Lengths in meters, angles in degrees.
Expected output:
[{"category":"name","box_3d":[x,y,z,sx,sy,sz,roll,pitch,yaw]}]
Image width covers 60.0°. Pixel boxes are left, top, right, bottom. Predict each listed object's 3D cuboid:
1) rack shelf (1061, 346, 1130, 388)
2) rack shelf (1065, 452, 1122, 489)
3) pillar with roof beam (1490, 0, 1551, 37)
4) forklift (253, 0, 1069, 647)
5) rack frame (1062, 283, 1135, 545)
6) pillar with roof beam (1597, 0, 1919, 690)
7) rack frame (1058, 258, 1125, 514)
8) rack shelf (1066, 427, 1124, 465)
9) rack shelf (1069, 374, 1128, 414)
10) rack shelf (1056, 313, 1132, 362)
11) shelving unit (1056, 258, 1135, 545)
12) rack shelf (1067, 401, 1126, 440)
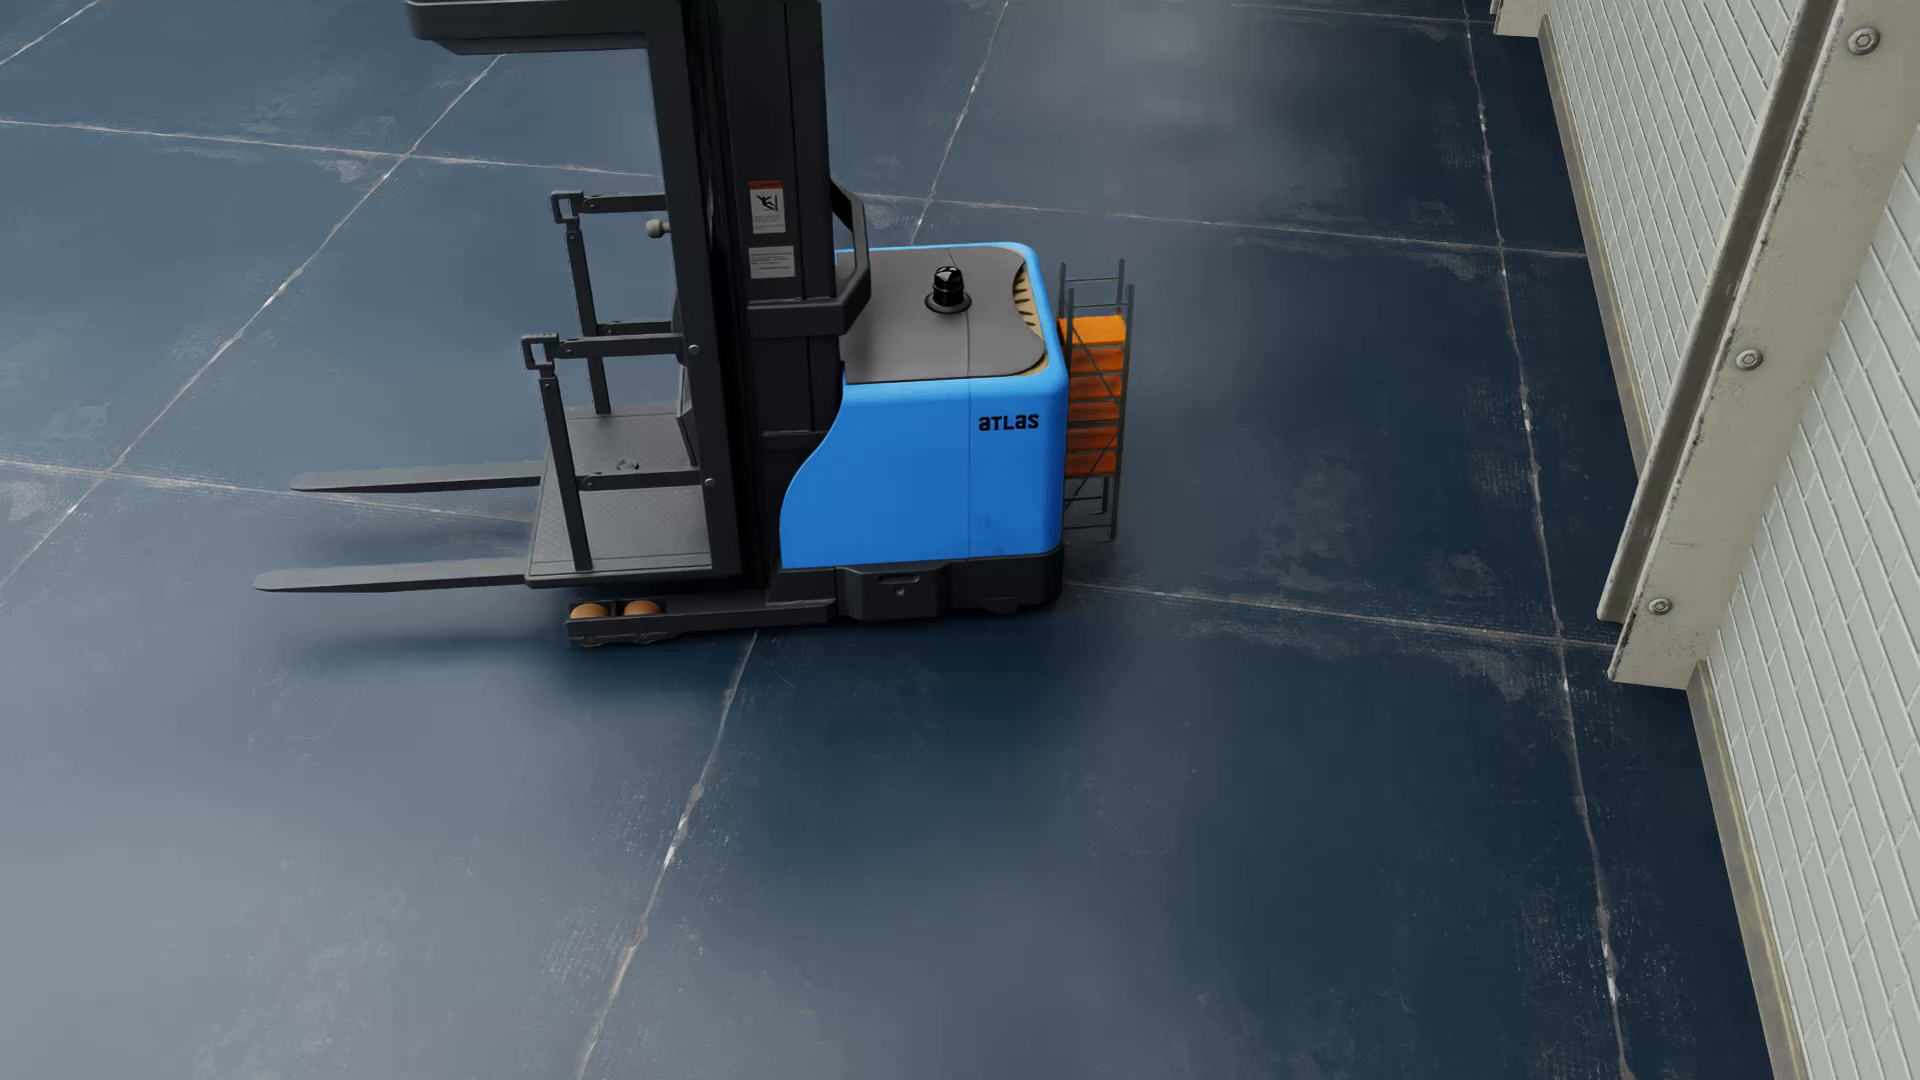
[{"category":"rack shelf","box_3d":[0.499,-0.659,6.298,0.258,0.103,0.180,-4,40,-5]},{"category":"rack shelf","box_3d":[0.499,-0.289,6.604,0.258,0.103,0.180,-4,40,-5]},{"category":"pillar with roof beam","box_3d":[-0.624,-7.298,8.515,9.100,9.000,0.400,6,40,8]},{"category":"forklift","box_3d":[-1.153,-1.081,5.757,3.031,2.935,1.130,-3,40,-4]},{"category":"rack frame","box_3d":[0.510,-0.450,6.353,0.240,1.200,0.006,-4,40,-5]},{"category":"pillar with roof beam","box_3d":[-1.663,-3.533,3.960,9.100,9.000,0.400,6,40,8]},{"category":"rack frame","box_3d":[0.488,-0.566,6.493,0.240,1.200,0.006,-4,40,-5]},{"category":"rack shelf","box_3d":[0.499,-0.381,6.528,0.258,0.103,0.180,-4,40,-5]},{"category":"rack shelf","box_3d":[0.499,-0.566,6.375,0.258,0.103,0.180,-4,40,-5]},{"category":"rack shelf","box_3d":[0.499,-0.751,6.222,0.258,0.103,0.180,-4,40,-5]},{"category":"shelving unit","box_3d":[0.499,-0.508,6.423,0.258,1.200,0.189,-4,40,-5]},{"category":"rack shelf","box_3d":[0.499,-0.474,6.451,0.258,0.103,0.180,-4,40,-5]}]
